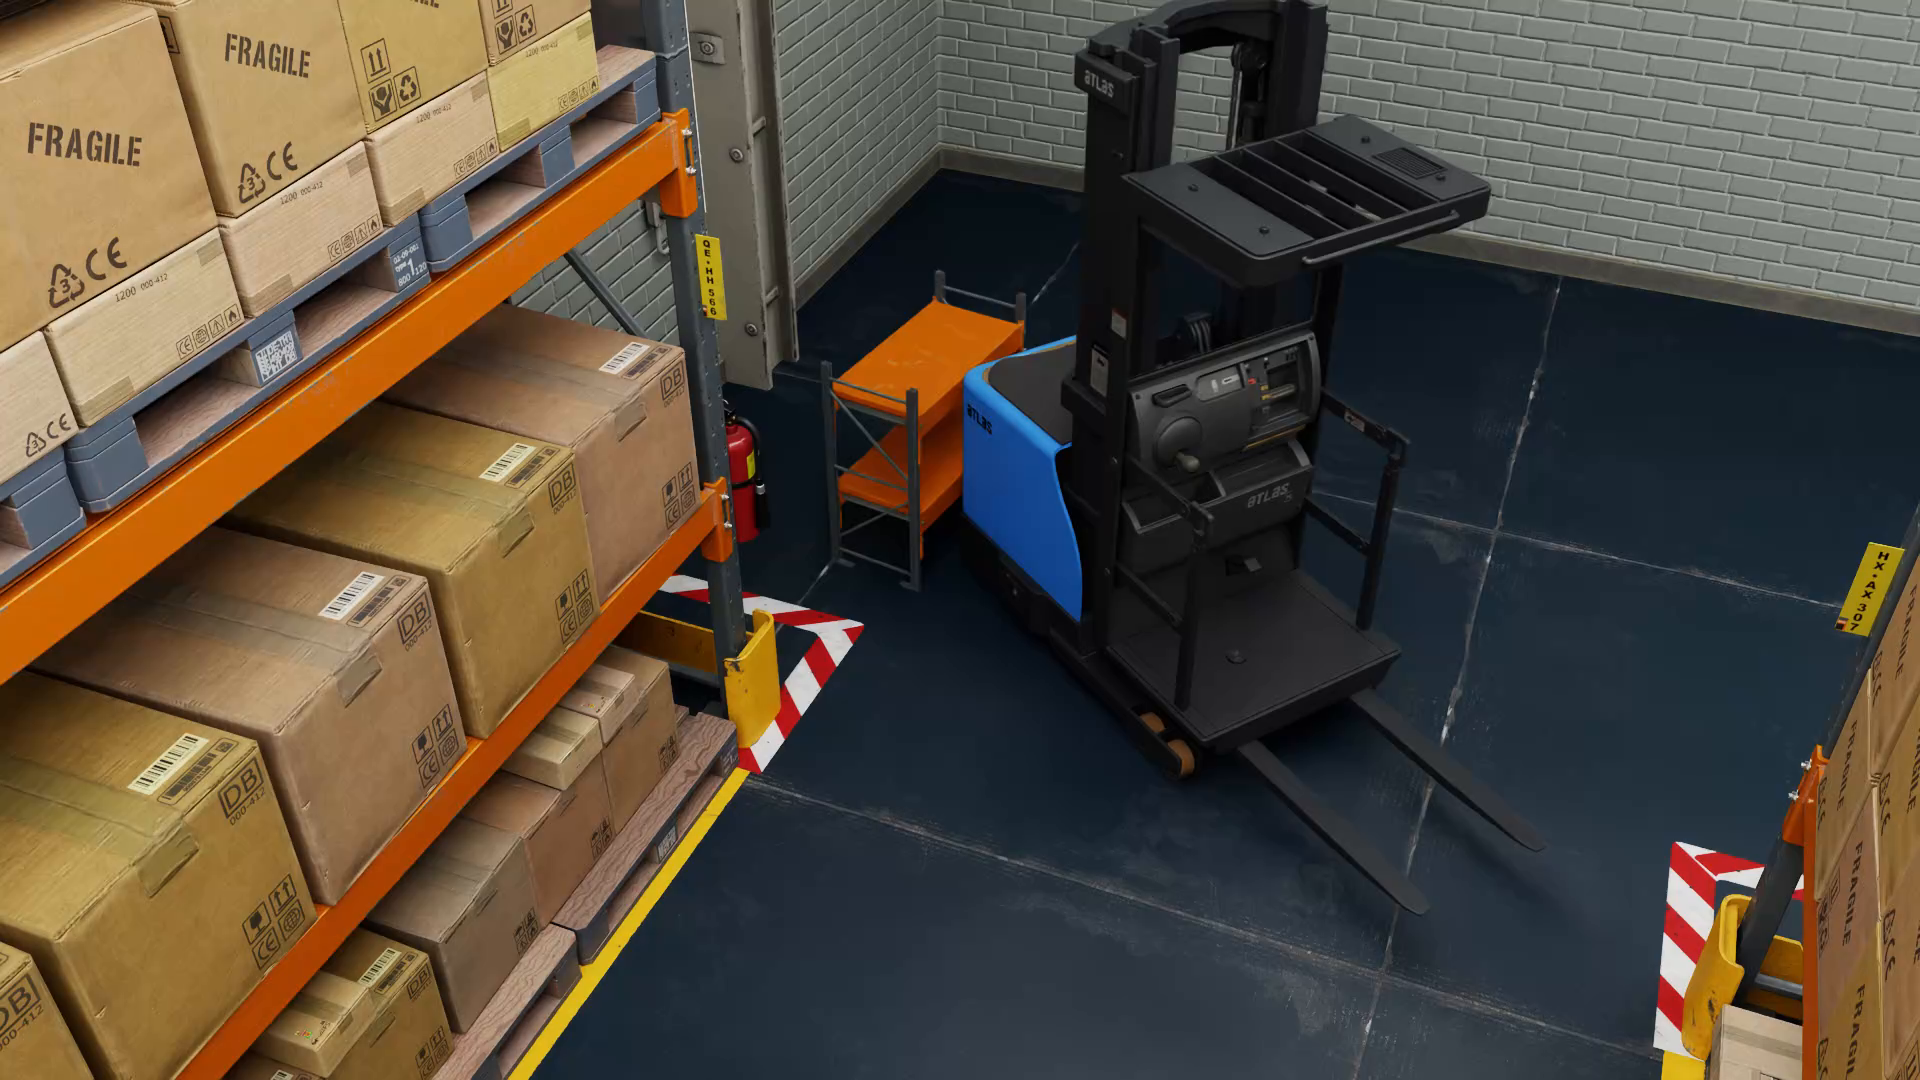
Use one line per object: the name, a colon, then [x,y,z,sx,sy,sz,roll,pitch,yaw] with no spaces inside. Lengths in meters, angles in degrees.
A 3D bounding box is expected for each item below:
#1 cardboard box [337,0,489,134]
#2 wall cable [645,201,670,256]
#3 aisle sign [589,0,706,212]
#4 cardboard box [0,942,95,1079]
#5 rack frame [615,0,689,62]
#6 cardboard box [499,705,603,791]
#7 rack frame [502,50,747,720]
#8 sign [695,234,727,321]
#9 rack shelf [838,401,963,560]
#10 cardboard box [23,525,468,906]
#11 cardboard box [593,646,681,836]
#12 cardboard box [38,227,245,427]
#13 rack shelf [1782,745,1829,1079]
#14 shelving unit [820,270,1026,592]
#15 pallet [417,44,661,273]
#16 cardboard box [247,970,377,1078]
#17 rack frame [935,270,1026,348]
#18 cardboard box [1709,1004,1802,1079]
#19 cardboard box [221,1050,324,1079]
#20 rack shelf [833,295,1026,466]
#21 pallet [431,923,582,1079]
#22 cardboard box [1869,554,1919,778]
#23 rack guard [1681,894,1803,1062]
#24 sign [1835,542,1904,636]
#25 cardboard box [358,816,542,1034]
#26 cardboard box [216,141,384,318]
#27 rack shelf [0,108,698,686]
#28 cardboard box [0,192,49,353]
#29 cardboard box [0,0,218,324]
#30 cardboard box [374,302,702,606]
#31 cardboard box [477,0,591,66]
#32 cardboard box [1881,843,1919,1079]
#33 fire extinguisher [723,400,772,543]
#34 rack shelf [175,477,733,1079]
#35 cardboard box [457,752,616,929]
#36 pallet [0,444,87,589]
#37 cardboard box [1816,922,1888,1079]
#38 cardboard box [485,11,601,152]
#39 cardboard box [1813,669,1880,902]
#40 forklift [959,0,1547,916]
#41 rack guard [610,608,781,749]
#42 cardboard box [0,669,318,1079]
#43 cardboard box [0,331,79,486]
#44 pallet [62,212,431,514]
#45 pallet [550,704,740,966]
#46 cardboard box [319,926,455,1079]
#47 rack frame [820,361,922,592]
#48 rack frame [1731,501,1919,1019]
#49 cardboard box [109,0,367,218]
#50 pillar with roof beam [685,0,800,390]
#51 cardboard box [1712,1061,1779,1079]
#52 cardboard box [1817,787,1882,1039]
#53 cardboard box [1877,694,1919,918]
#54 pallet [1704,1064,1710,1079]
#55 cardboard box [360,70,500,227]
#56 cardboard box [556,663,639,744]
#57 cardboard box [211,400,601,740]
cardboard box: [-1.613,-1.415,4.298,0.500,0.500,0.500,15,39,19]
wall cable: [-1.774,-1.838,7.457,0.084,1.984,1.851,14,39,18]
aisle sign: [-1.082,-1.520,5.708,0.394,0.787,0.004,14,39,18]
cardboard box: [-2.687,1.291,3.868,0.980,0.700,0.700,14,39,18]
rack frame: [-1.387,-2.910,4.728,1.000,3.000,0.127,14,39,18]
cardboard box: [-1.538,0.731,6.063,0.380,0.149,0.250,15,39,19]
rack frame: [-1.387,-0.507,6.524,1.000,3.000,0.127,14,39,18]
sign: [-0.890,-0.934,5.931,0.100,0.325,0.005,14,39,18]
rack shelf: [-0.156,-0.351,8.290,0.538,0.278,1.000,19,41,24]
cardboard box: [-2.137,0.483,4.949,0.980,0.700,0.700,12,38,16]
cardboard box: [-1.561,0.736,6.598,0.700,0.500,0.500,14,39,18]
cardboard box: [-2.007,-0.529,3.739,0.500,0.250,0.500,13,39,17]
rack shelf: [2.435,2.015,3.751,1.077,0.370,4.000,14,39,18]
shelving unit: [-0.156,-0.547,8.144,0.538,1.125,1.048,19,41,24]
pallet: [-1.659,-1.260,5.100,1.003,0.211,1.213,14,39,18]
cardboard box: [-2.032,1.453,5.097,0.380,0.149,0.250,13,39,16]
rack frame: [0.098,-0.811,8.496,0.500,1.125,0.032,19,41,24]
cardboard box: [2.719,1.739,5.534,0.380,0.149,0.250,14,39,18]
cardboard box: [-2.335,1.873,5.078,0.700,0.500,0.500,13,39,17]
rack shelf: [-0.156,-0.782,7.969,0.538,0.278,1.000,19,41,24]
pallet: [-2.084,1.744,5.842,1.003,0.211,1.213,14,39,18]
cardboard box: [2.783,0.365,4.440,0.500,0.500,0.500,15,39,19]
rack guard: [3.167,1.663,5.709,1.175,0.500,0.348,14,39,18]
sign: [2.694,0.149,4.923,0.100,0.325,0.005,14,39,18]
cardboard box: [-1.942,1.292,5.854,0.700,0.500,0.500,13,39,16]
cardboard box: [-1.810,-0.813,4.119,0.500,0.250,0.500,13,39,16]
rack shelf: [-2.148,-0.313,4.360,1.077,0.370,4.000,14,39,18]
cardboard box: [-2.188,-0.559,3.153,0.500,0.500,0.500,13,39,17]
cardboard box: [-2.005,-0.834,3.521,0.500,0.500,0.500,14,39,18]
cardboard box: [-1.572,-0.342,6.054,0.980,0.700,0.700,16,40,20]
cardboard box: [-1.413,-1.690,4.666,0.500,0.500,0.500,14,39,18]
cardboard box: [2.396,0.932,3.681,0.500,0.500,0.500,14,39,18]
fire extinguisher: [-0.903,-0.305,6.630,0.296,0.674,0.183,14,39,18]
rack shelf: [-2.148,0.889,5.258,1.077,0.370,4.000,14,39,18]
cardboard box: [-1.751,1.014,6.227,0.700,0.500,0.500,14,39,18]
pallet: [-2.588,0.091,3.293,1.003,0.211,1.213,14,39,18]
cardboard box: [2.398,1.329,3.984,0.500,0.500,0.500,14,39,18]
cardboard box: [-1.420,-1.391,4.892,0.500,0.250,0.500,15,39,19]
cardboard box: [2.783,0.765,4.739,0.500,0.500,0.500,15,39,19]
forklift: [1.192,-0.489,6.558,1.130,2.935,3.031,-20,41,-25]
rack guard: [-1.378,0.481,7.290,1.175,0.500,0.348,14,39,18]
cardboard box: [-2.404,0.888,4.407,0.980,0.700,0.700,13,39,17]
cardboard box: [-2.195,-0.243,3.357,0.500,0.250,0.500,13,39,17]
pallet: [-2.122,-0.582,4.193,1.003,0.211,1.213,14,39,18]
pallet: [-1.619,1.071,6.743,1.003,0.211,1.213,14,39,18]
cardboard box: [-2.138,1.589,5.457,0.700,0.500,0.500,15,39,19]
rack frame: [-0.410,-0.284,7.791,0.500,1.125,0.032,19,41,24]
rack frame: [3.196,0.619,5.017,1.000,3.000,0.127,14,39,18]
cardboard box: [-1.804,-1.124,3.909,0.500,0.500,0.500,12,38,16]
pillar with roof beam: [2.822,-3.621,5.680,9.100,9.000,0.400,14,39,18]
cardboard box: [2.623,1.870,5.343,0.380,0.166,0.250,14,39,18]
cardboard box: [2.592,1.052,4.355,0.500,0.500,0.500,13,39,17]
cardboard box: [2.591,0.656,4.050,0.500,0.500,0.500,14,39,18]
pallet: [2.864,2.220,5.205,1.003,0.211,1.213,14,39,18]
cardboard box: [-1.617,-1.102,4.506,0.500,0.250,0.500,12,39,16]
cardboard box: [-1.441,0.589,6.253,0.380,0.149,0.250,13,39,17]
cardboard box: [-1.838,0.063,5.511,0.980,0.700,0.700,14,39,17]
